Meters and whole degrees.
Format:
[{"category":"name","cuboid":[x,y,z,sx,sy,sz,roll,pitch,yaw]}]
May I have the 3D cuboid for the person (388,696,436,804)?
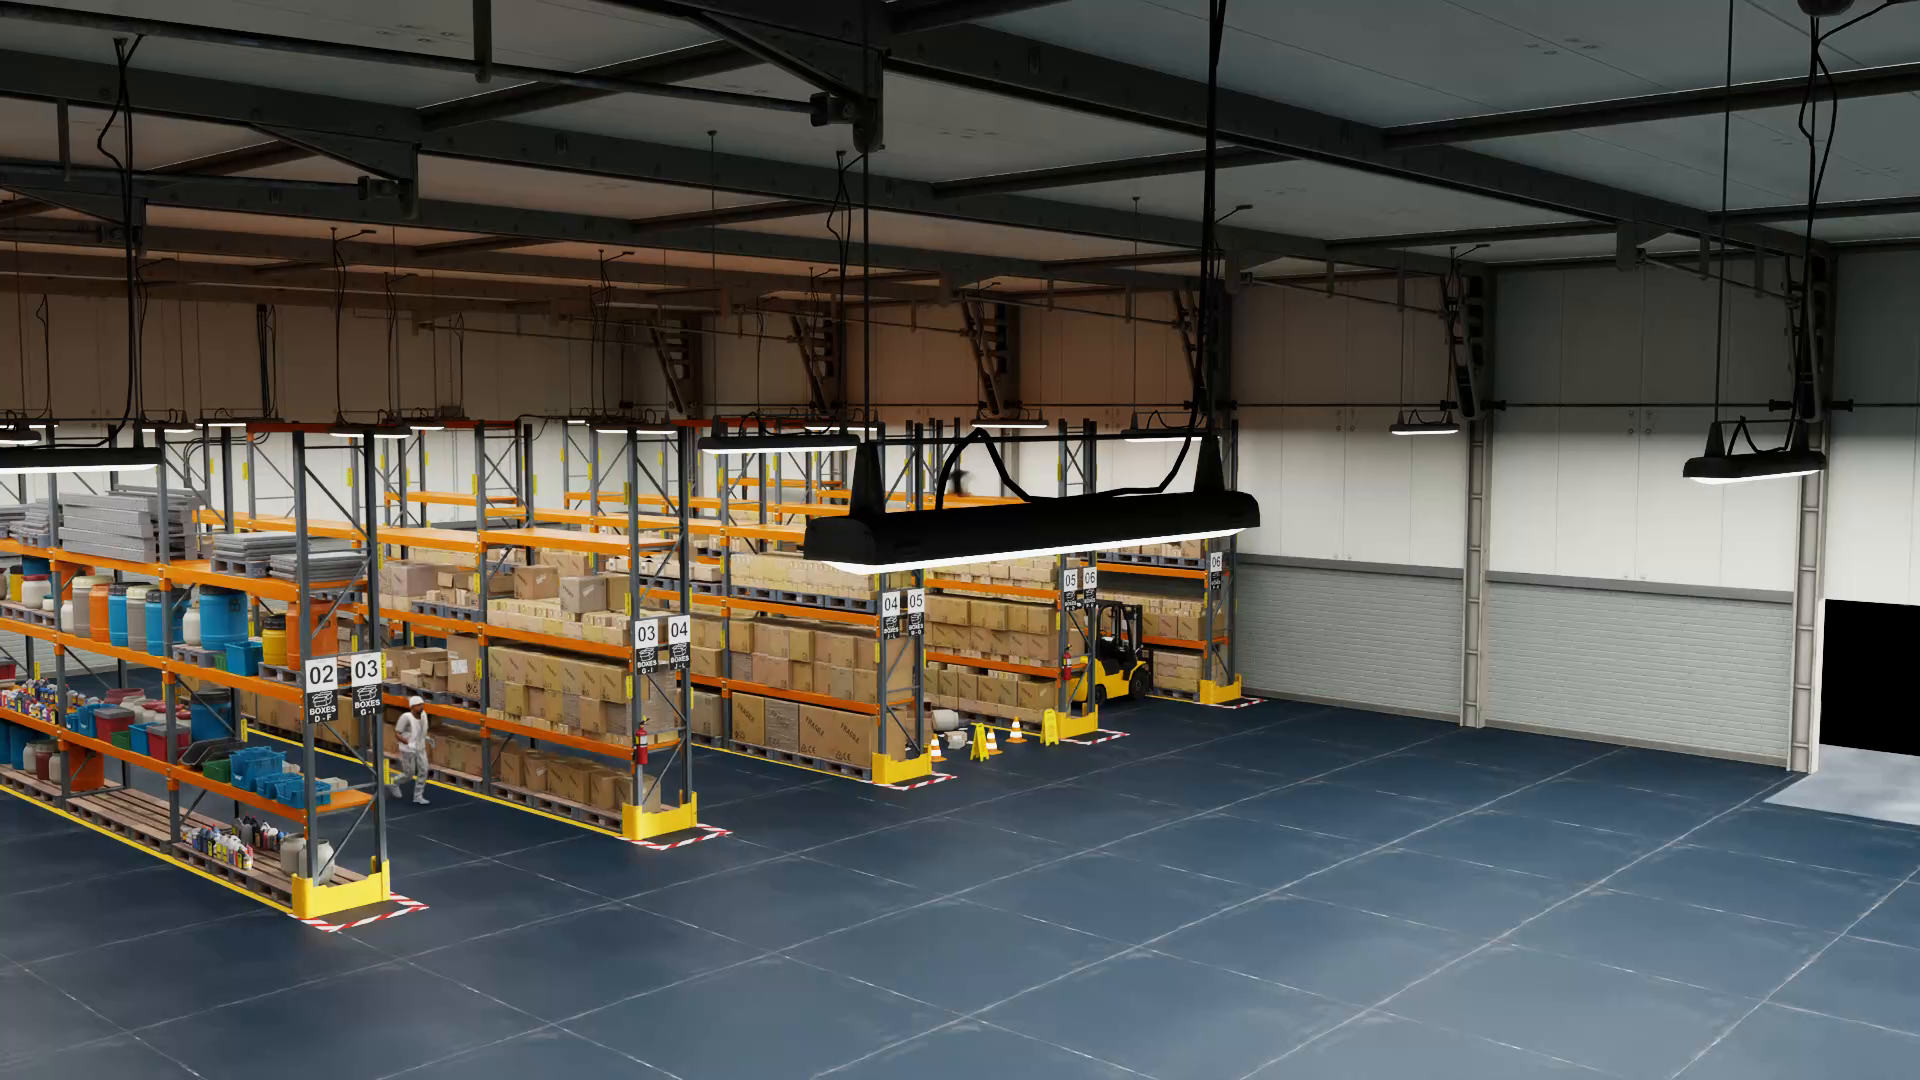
[{"category":"person","cuboid":[-8.752,3.315,26.390,0.795,1.732,0.684,3,5,30]}]
